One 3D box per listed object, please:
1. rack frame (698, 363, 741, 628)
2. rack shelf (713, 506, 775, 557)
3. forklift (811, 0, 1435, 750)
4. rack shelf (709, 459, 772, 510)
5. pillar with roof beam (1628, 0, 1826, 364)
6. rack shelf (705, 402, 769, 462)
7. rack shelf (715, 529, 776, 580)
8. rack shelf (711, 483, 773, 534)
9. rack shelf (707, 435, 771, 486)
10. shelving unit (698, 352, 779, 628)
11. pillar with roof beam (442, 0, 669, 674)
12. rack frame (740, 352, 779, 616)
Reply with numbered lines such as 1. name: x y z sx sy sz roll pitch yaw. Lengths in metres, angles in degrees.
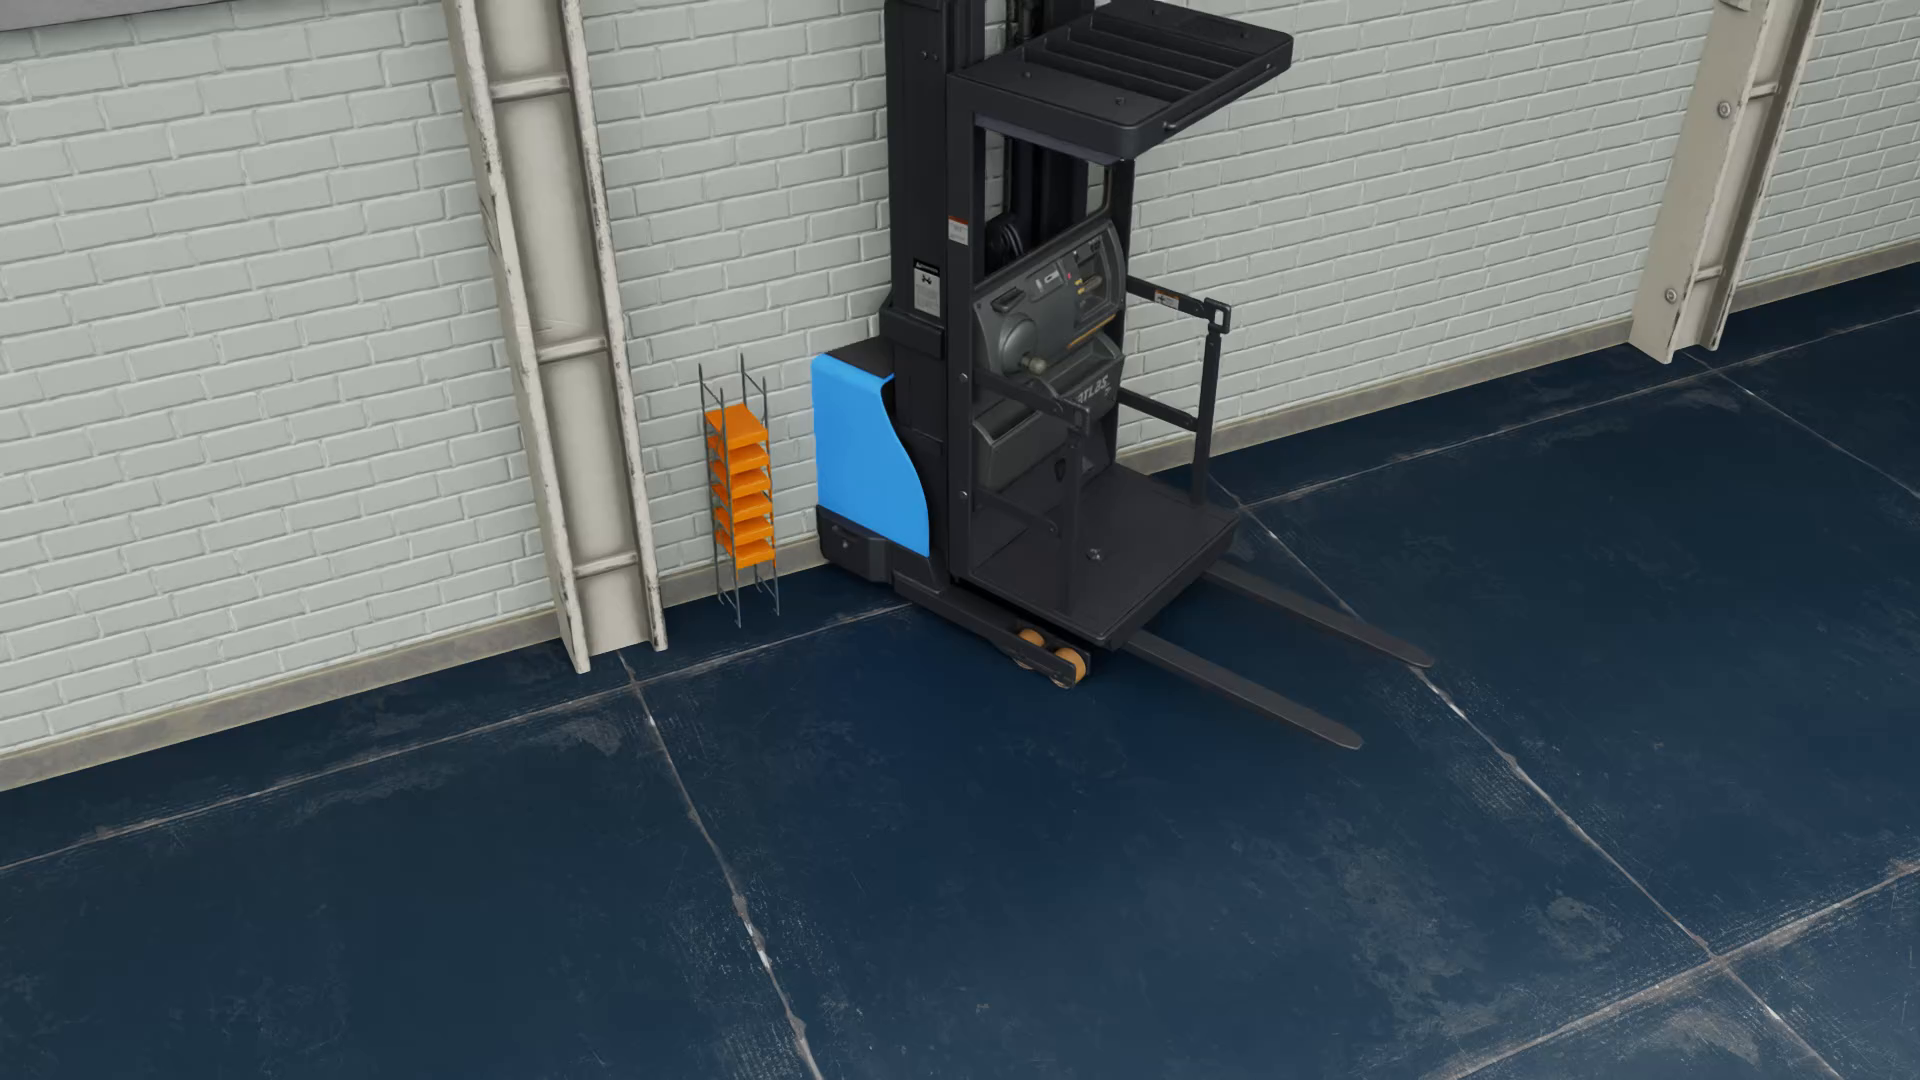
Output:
1. rack frame: -1.003 -0.165 6.959 0.006 1.200 0.240 -18 40 -24
2. rack shelf: -0.927 -0.058 7.093 0.180 0.103 0.258 -18 40 -24
3. forklift: 0.533 -0.921 6.531 3.031 2.935 1.130 25 44 30
4. rack shelf: -0.922 -0.252 6.952 0.180 0.103 0.258 -18 40 -24
5. pillar with roof beam: 5.768 -2.380 3.405 0.400 9.000 9.100 -16 39 -20
6. rack shelf: -0.917 -0.446 6.811 0.180 0.103 0.258 -18 40 -24
7. rack shelf: -0.929 0.040 7.163 0.180 0.103 0.258 -18 40 -24
8. rack shelf: -0.925 -0.155 7.023 0.180 0.103 0.258 -18 40 -24
9. rack shelf: -0.920 -0.349 6.882 0.180 0.103 0.258 -18 40 -24
10. shelving unit: -0.924 -0.191 6.996 0.189 1.200 0.258 -18 40 -24
11. pillar with roof beam: 0.337 -0.862 1.358 0.400 9.000 9.100 -16 39 -20
12. rack frame: -0.844 -0.216 7.034 0.006 1.200 0.240 -18 40 -24
